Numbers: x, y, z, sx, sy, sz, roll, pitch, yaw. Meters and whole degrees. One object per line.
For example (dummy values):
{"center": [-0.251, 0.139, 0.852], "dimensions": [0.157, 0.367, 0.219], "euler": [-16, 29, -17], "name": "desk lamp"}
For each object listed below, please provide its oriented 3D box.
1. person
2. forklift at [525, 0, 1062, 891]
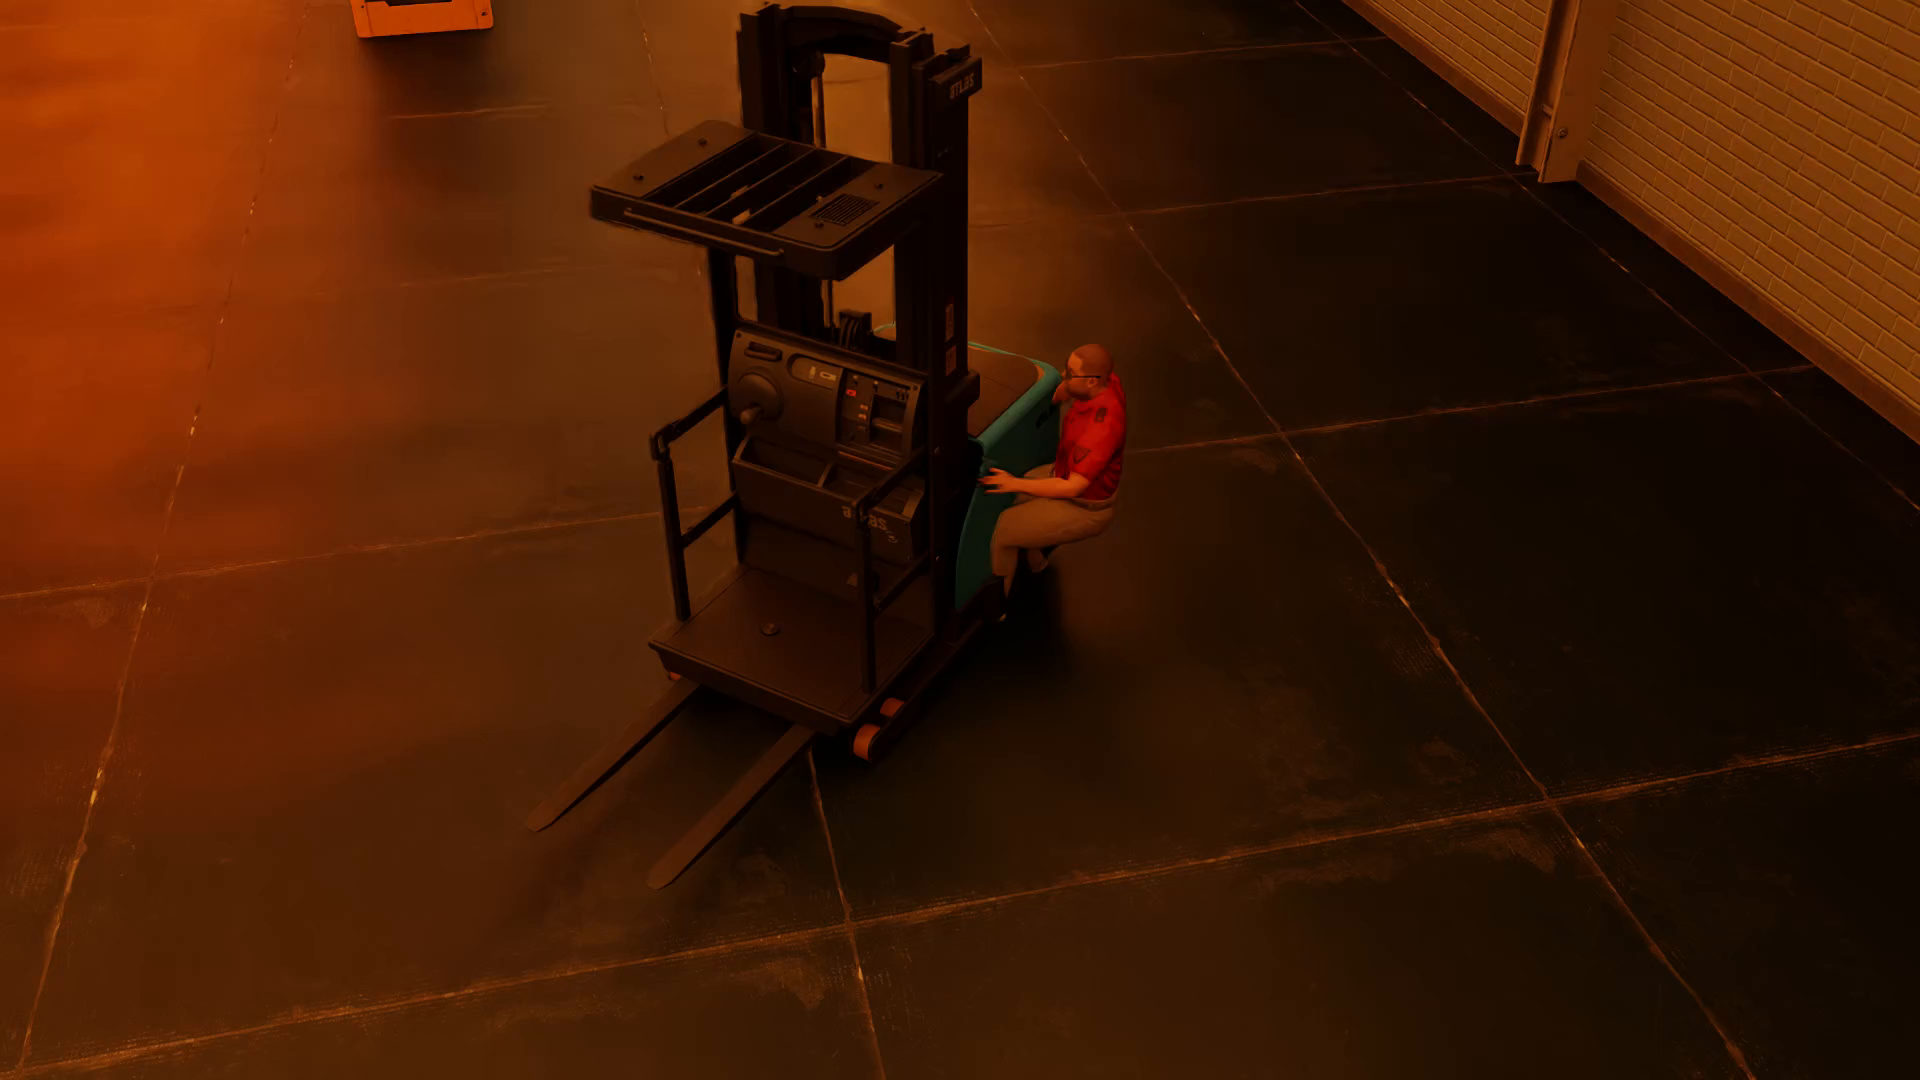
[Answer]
{"center": [0.326, -0.253, 7.646], "dimensions": [0.846, 1.491, 0.881], "euler": [-3, 36, -4], "name": "person"}
{"center": [-0.679, -0.538, 6.797], "dimensions": [1.130, 2.935, 3.031], "euler": [19, 40, 24], "name": "forklift"}
